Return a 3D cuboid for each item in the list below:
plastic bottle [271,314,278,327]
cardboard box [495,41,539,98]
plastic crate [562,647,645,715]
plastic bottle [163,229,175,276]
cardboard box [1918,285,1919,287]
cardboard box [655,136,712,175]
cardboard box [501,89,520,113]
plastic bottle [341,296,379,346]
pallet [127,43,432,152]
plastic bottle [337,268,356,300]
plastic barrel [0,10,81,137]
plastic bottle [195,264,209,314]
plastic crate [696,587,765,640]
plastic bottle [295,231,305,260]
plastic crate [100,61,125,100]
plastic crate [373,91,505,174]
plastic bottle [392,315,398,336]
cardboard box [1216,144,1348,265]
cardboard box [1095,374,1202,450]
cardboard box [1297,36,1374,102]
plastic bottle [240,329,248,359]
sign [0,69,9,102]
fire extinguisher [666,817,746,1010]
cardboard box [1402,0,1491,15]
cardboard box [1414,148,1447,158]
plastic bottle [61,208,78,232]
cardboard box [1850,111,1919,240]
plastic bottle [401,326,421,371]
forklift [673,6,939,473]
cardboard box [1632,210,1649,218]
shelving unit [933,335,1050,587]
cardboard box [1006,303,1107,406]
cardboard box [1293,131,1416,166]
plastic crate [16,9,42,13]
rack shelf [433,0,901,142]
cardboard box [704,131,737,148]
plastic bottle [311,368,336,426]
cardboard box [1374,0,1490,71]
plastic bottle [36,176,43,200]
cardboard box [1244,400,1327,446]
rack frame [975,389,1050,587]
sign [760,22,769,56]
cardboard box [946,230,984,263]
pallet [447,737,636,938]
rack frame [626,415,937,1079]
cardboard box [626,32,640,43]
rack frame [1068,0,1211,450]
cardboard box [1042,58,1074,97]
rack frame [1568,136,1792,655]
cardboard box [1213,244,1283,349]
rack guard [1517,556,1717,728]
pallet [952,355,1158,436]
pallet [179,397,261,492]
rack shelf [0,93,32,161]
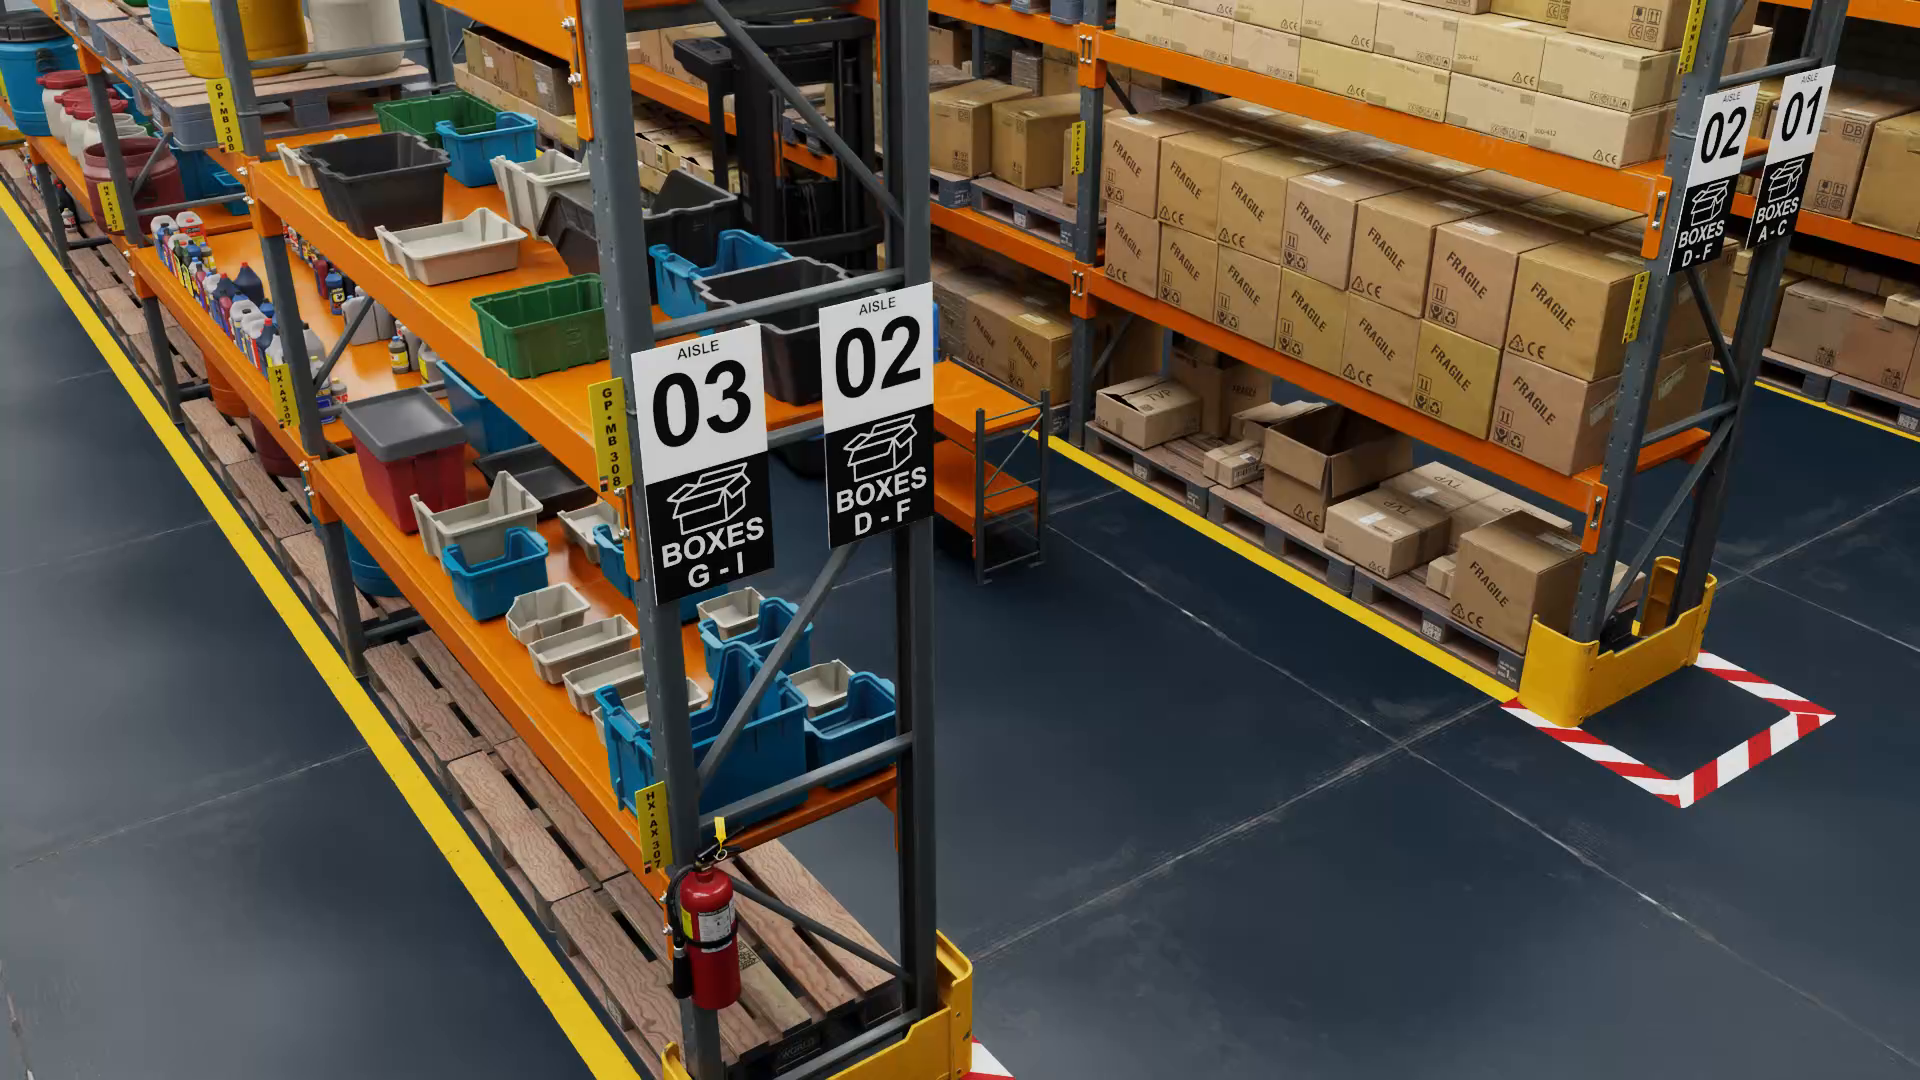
[{"bbox_3d":[-3.831,-1.170,9.395,0.097,0.271,0.097,0,29,0],"label":"plastic bottle"},{"bbox_3d":[-4.774,-5.217,18.368,0.500,0.500,0.500,-19,34,-31],"label":"cardboard box"},{"bbox_3d":[-1.304,0.531,6.343,0.396,0.136,0.243,-19,34,-31],"label":"plastic crate"},{"bbox_3d":[-5.027,-1.836,10.610,0.061,0.283,0.133,-19,34,-31],"label":"plastic bottle"},{"bbox_3d":[6.996,-1.737,11.804,0.380,0.149,0.250,-19,34,-31],"label":"cardboard box"},{"bbox_3d":[-2.522,-3.606,15.600,0.500,0.311,0.500,-18,33,-29],"label":"cardboard box"},{"bbox_3d":[-4.773,-4.888,18.548,0.500,0.250,0.500,-19,34,-31],"label":"cardboard box"},{"bbox_3d":[-3.467,-1.279,9.592,0.152,0.276,0.135,-19,34,-31],"label":"plastic bottle"},{"bbox_3d":[-3.382,-2.243,8.292,1.213,0.211,1.003,-19,34,-31],"label":"pallet"},{"bbox_3d":[-3.680,-1.583,10.073,0.144,0.351,0.185,-19,34,-31],"label":"plastic bottle"},{"bbox_3d":[-7.511,-3.827,13.628,0.600,0.901,0.708,-19,34,-31],"label":"plastic barrel"},{"bbox_3d":[-4.547,-1.514,10.018,0.061,0.283,0.133,-19,34,-31],"label":"plastic bottle"},{"bbox_3d":[-0.915,0.316,6.739,0.250,0.136,0.298,-19,34,-31],"label":"plastic crate"},{"bbox_3d":[-4.287,-1.974,10.877,0.097,0.271,0.097,0,29,0],"label":"plastic bottle"},{"bbox_3d":[-6.958,-3.765,13.972,0.402,0.464,0.583,-19,34,-31],"label":"plastic crate"},{"bbox_3d":[-2.356,-1.874,7.637,0.450,0.188,0.662,-19,34,-31],"label":"plastic crate"},{"bbox_3d":[-3.228,-1.285,9.595,0.061,0.283,0.133,-19,34,-31],"label":"plastic bottle"},{"bbox_3d":[1.831,-1.922,9.493,0.500,0.500,0.500,-20,34,-32],"label":"cardboard box"},{"bbox_3d":[1.257,-0.889,11.100,0.500,0.311,0.500,-19,34,-31],"label":"cardboard box"},{"bbox_3d":[2.138,-2.511,8.745,0.500,0.250,0.500,-19,34,-31],"label":"cardboard box"},{"bbox_3d":[-4.012,-1.135,9.404,0.097,0.201,0.097,0,29,0],"label":"plastic bottle"},{"bbox_3d":[-7.943,-3.814,13.840,0.100,0.325,0.005,-19,34,-31],"label":"sign"},{"bbox_3d":[-0.810,1.207,5.356,0.296,0.674,0.183,-19,34,-31],"label":"fire extinguisher"},{"bbox_3d":[2.600,-2.924,8.196,0.700,0.500,0.500,-19,34,-31],"label":"cardboard box"},{"bbox_3d":[4.221,-3.274,14.948,0.750,0.750,0.750,-18,33,-29],"label":"cardboard box"},{"bbox_3d":[-7.953,-2.859,14.842,0.097,0.201,0.097,0,29,0],"label":"plastic bottle"},{"bbox_3d":[6.807,-2.525,11.442,0.980,0.700,0.700,-19,34,-31],"label":"cardboard box"},{"bbox_3d":[-3.018,-1.103,9.269,0.152,0.276,0.135,-19,34,-31],"label":"plastic bottle"},{"bbox_3d":[-1.260,-2.399,11.596,1.130,2.935,3.031,-14,32,-24],"label":"forklift"},{"bbox_3d":[5.650,-2.636,13.460,0.380,0.149,0.250,-19,34,-31],"label":"cardboard box"},{"bbox_3d":[0.004,-0.492,9.977,0.538,1.125,1.048,-19,34,-31],"label":"shelving unit"},{"bbox_3d":[0.670,-1.307,11.672,0.500,0.500,0.500,-19,34,-31],"label":"cardboard box"},{"bbox_3d":[2.285,-2.064,9.755,0.500,0.500,0.500,-18,34,-30],"label":"cardboard box"},{"bbox_3d":[-9.274,-5.218,16.871,0.499,0.251,0.616,-19,34,-31],"label":"plastic crate"},{"bbox_3d":[-1.688,-2.097,5.855,1.077,0.370,4.000,-19,34,-31],"label":"rack shelf"},{"bbox_3d":[-2.100,-3.763,15.889,0.500,0.311,0.500,-19,34,-31],"label":"cardboard box"},{"bbox_3d":[-3.340,-0.739,8.598,0.152,0.276,0.135,-19,34,-31],"label":"plastic bottle"},{"bbox_3d":[2.427,-2.536,8.266,0.500,0.250,0.500,-19,34,-31],"label":"cardboard box"},{"bbox_3d":[-8.636,-3.348,15.669,0.097,0.271,0.097,0,29,0],"label":"plastic bottle"},{"bbox_3d":[2.186,-0.677,10.710,0.500,0.311,0.500,-19,34,-31],"label":"cardboard box"},{"bbox_3d":[0.299,-0.294,9.613,0.500,1.125,0.032,-19,34,-31],"label":"rack frame"},{"bbox_3d":[-1.581,-4.009,13.275,0.100,0.325,0.005,-19,34,-31],"label":"sign"},{"bbox_3d":[0.236,-2.364,12.831,0.500,0.250,0.500,-19,34,-32],"label":"cardboard box"},{"bbox_3d":[-1.678,1.245,7.736,1.003,0.211,1.213,-19,34,-31],"label":"pallet"},{"bbox_3d":[-0.528,0.825,5.588,1.000,3.000,0.127,-19,34,-31],"label":"rack frame"},{"bbox_3d":[-3.130,-4.965,16.406,0.500,0.250,0.500,-16,33,-28],"label":"cardboard box"},{"bbox_3d":[1.189,-2.100,10.974,1.000,3.000,0.127,-19,34,-31],"label":"rack frame"},{"bbox_3d":[1.363,-5.209,18.857,0.700,0.500,0.500,-20,34,-32],"label":"cardboard box"},{"bbox_3d":[3.510,-0.545,8.110,1.000,3.000,0.127,-19,34,-31],"label":"rack frame"},{"bbox_3d":[1.851,-1.477,9.722,0.500,0.500,0.500,-19,34,-31],"label":"cardboard box"},{"bbox_3d":[3.465,0.524,8.761,1.175,0.500,0.348,-19,34,-31],"label":"rack guard"},{"bbox_3d":[0.687,-1.180,12.202,1.003,0.211,1.213,-19,34,-31],"label":"pallet"},{"bbox_3d":[-4.677,-0.765,11.437,1.003,0.211,1.213,-19,34,-31],"label":"pallet"},{"bbox_3d":[-8.648,-4.302,15.781,1.077,0.370,4.000,-19,34,-31],"label":"rack shelf"}]
